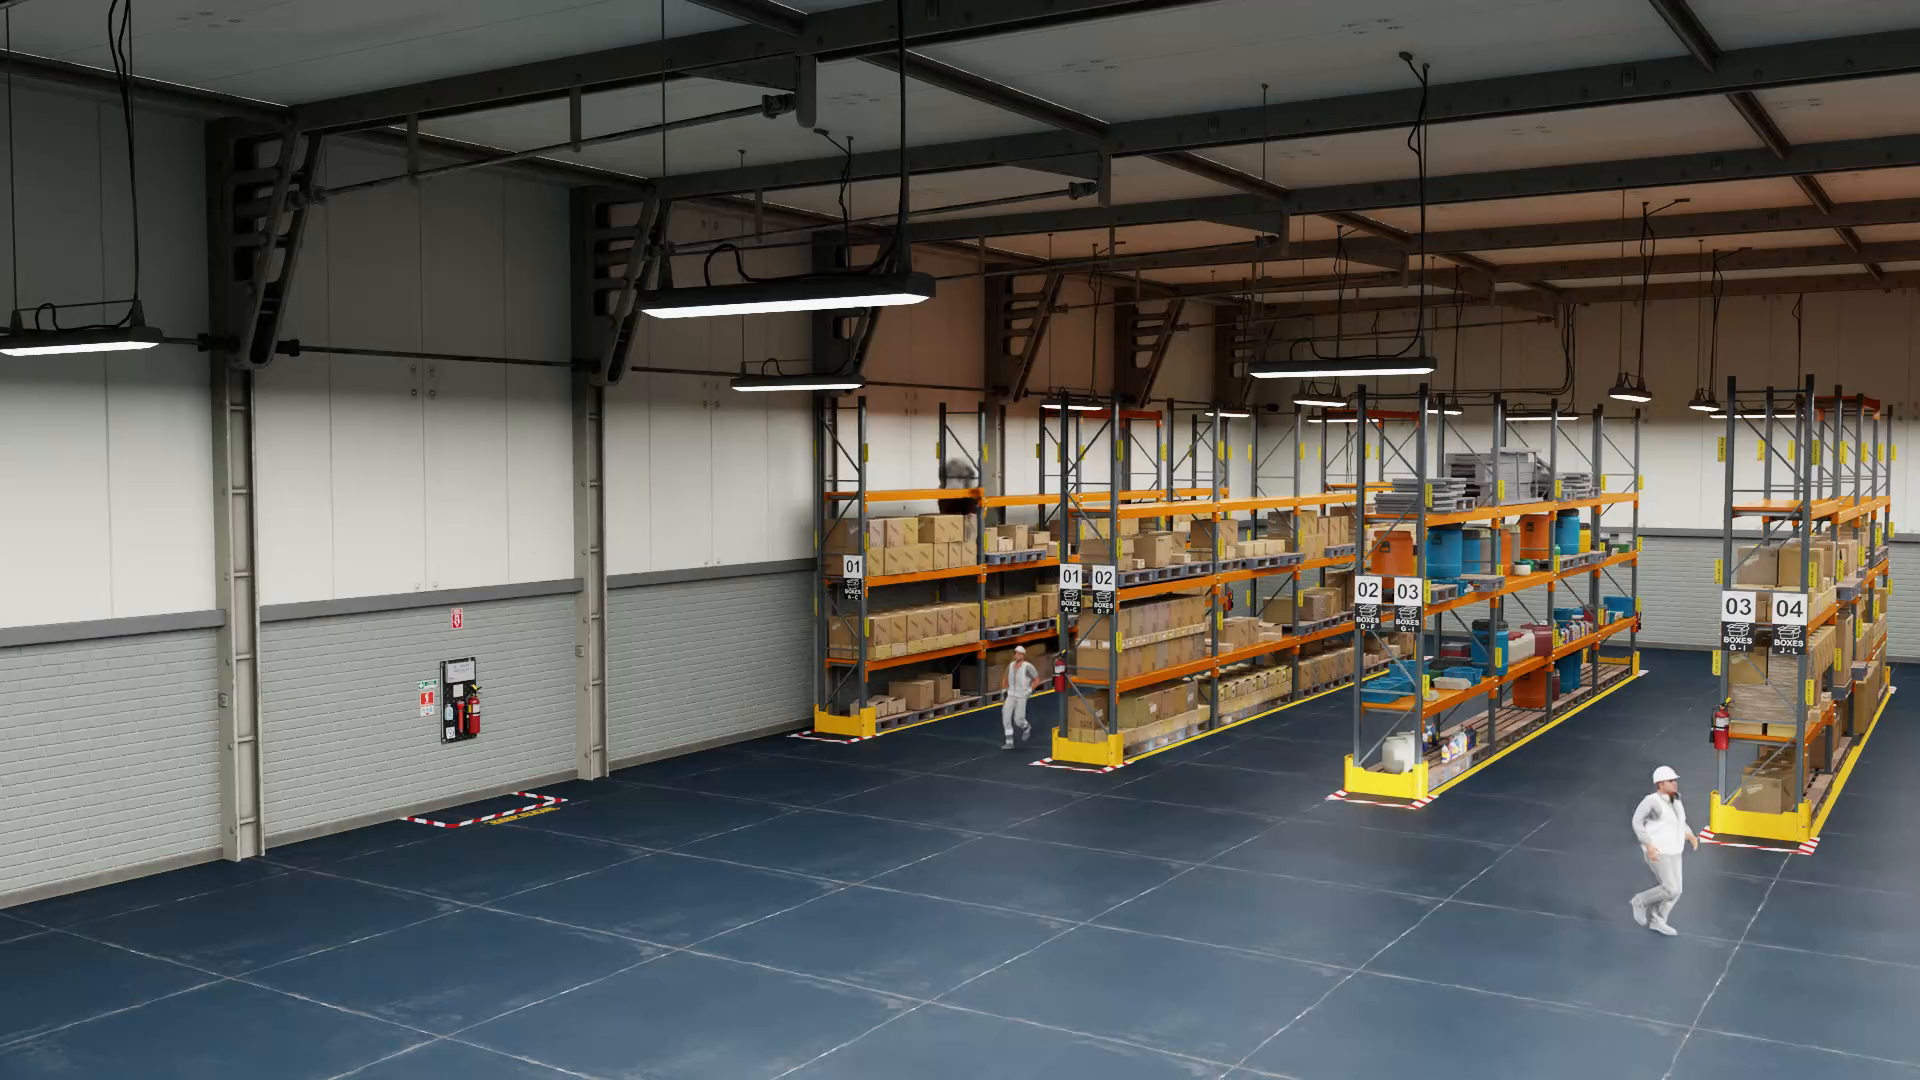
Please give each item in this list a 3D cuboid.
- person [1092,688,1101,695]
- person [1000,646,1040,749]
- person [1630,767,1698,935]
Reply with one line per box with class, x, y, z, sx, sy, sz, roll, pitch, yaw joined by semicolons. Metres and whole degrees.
person;2.659;2.503;30.752;0.692;1.741;0.640;1;3;19
person;0.997;2.662;28.132;0.686;1.756;0.613;2;4;34
person;7.340;3.226;17.328;0.676;1.743;0.576;-2;4;-32
